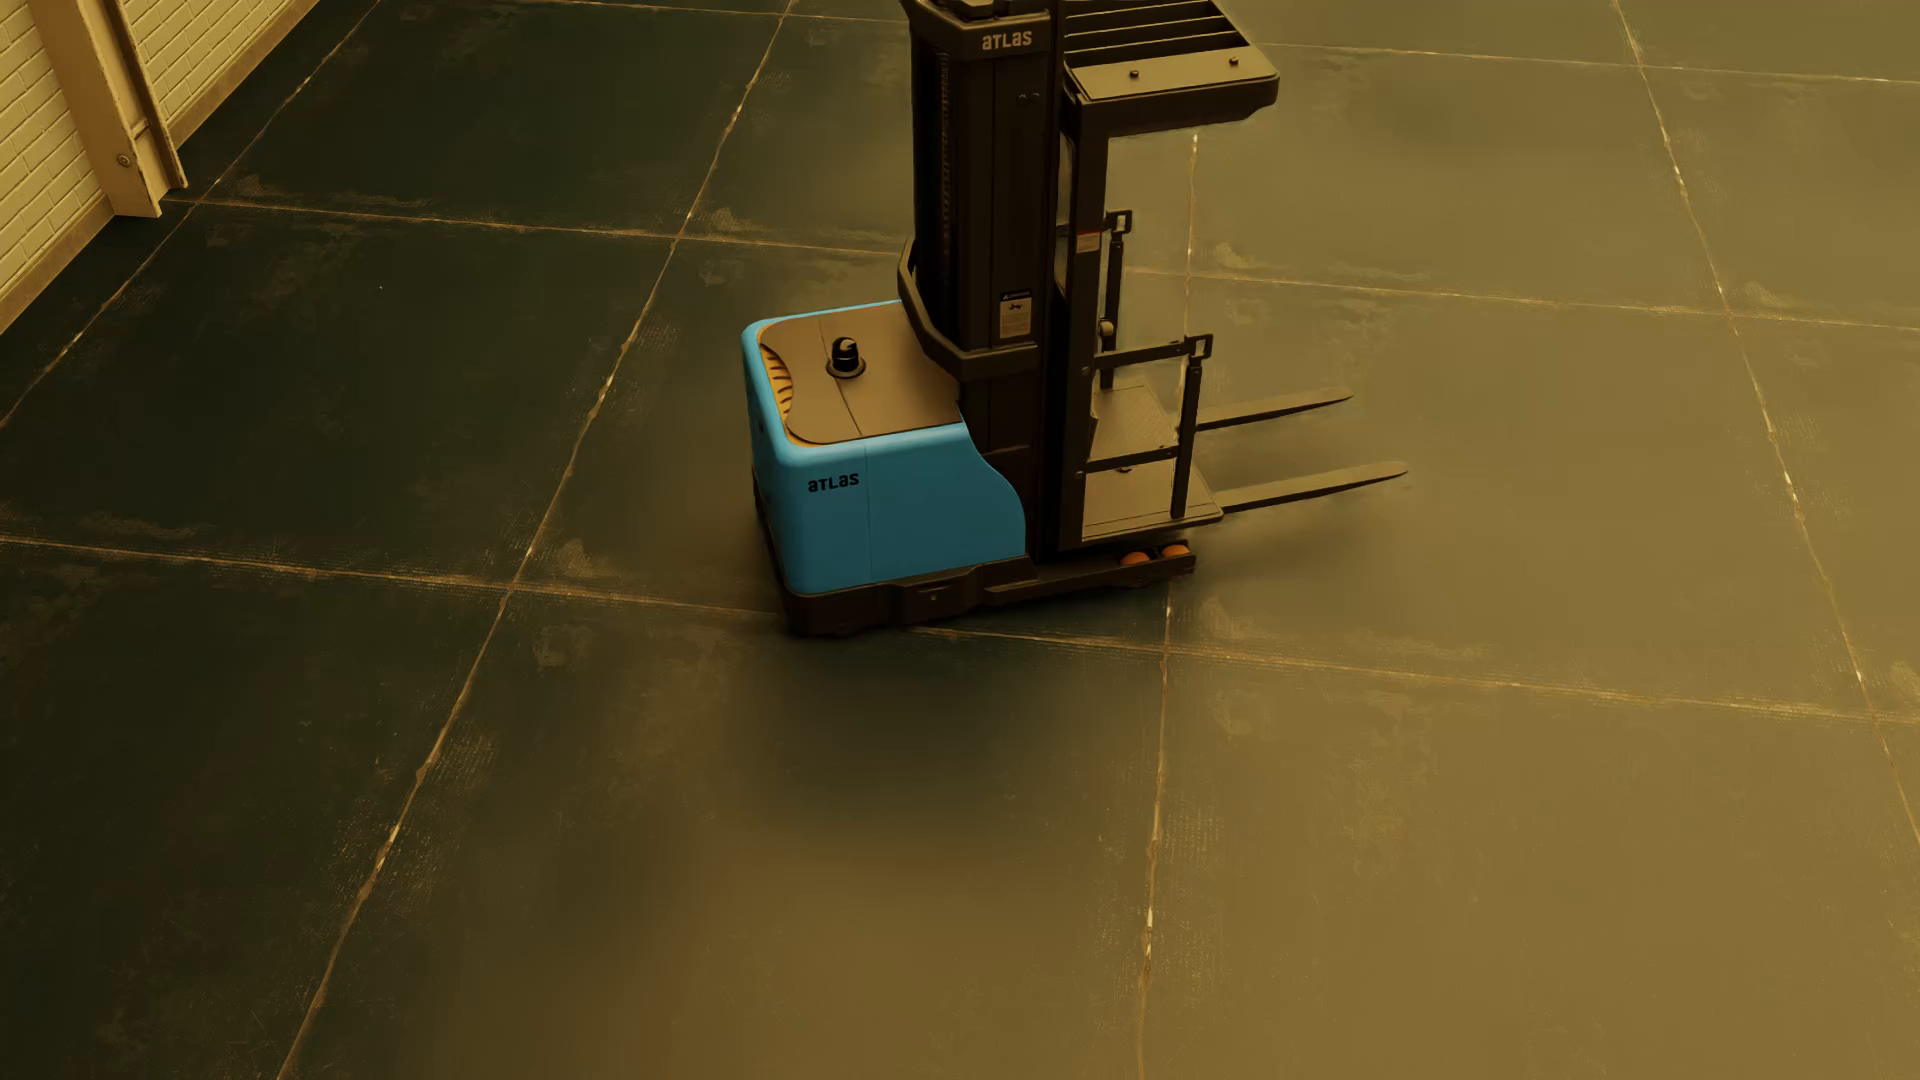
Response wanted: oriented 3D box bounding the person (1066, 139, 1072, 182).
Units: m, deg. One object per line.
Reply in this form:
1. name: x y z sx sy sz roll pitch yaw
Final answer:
1. person: 0.587 -2.939 9.779 0.607 1.777 0.453 6 43 7

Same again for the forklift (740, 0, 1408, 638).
1. forklift: 0.591 -1.197 7.028 3.031 2.935 1.130 -10 44 -11
